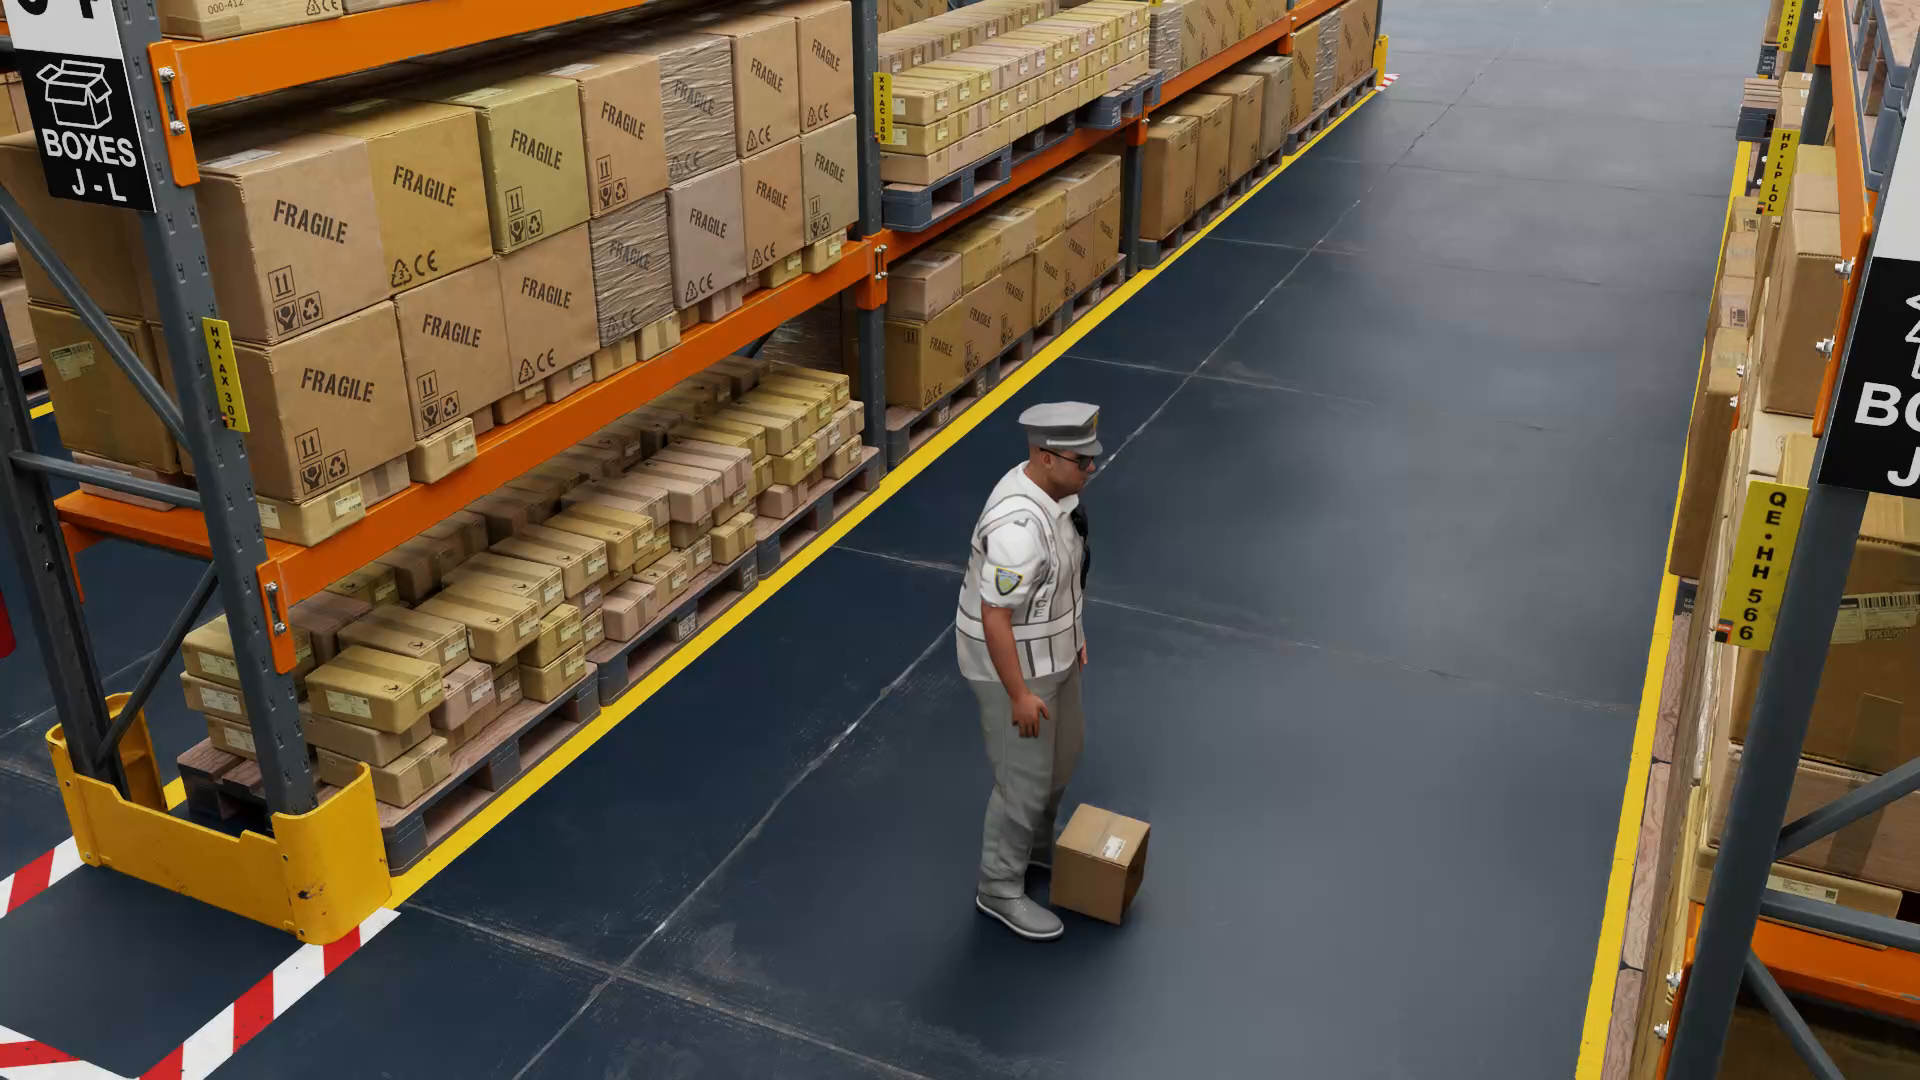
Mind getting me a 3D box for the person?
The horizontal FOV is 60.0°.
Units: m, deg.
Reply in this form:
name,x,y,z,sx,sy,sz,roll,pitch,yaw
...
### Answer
name,x,y,z,sx,sy,sz,roll,pitch,yaw
person,0.224,0.383,5.318,0.436,1.747,0.586,10,28,20
